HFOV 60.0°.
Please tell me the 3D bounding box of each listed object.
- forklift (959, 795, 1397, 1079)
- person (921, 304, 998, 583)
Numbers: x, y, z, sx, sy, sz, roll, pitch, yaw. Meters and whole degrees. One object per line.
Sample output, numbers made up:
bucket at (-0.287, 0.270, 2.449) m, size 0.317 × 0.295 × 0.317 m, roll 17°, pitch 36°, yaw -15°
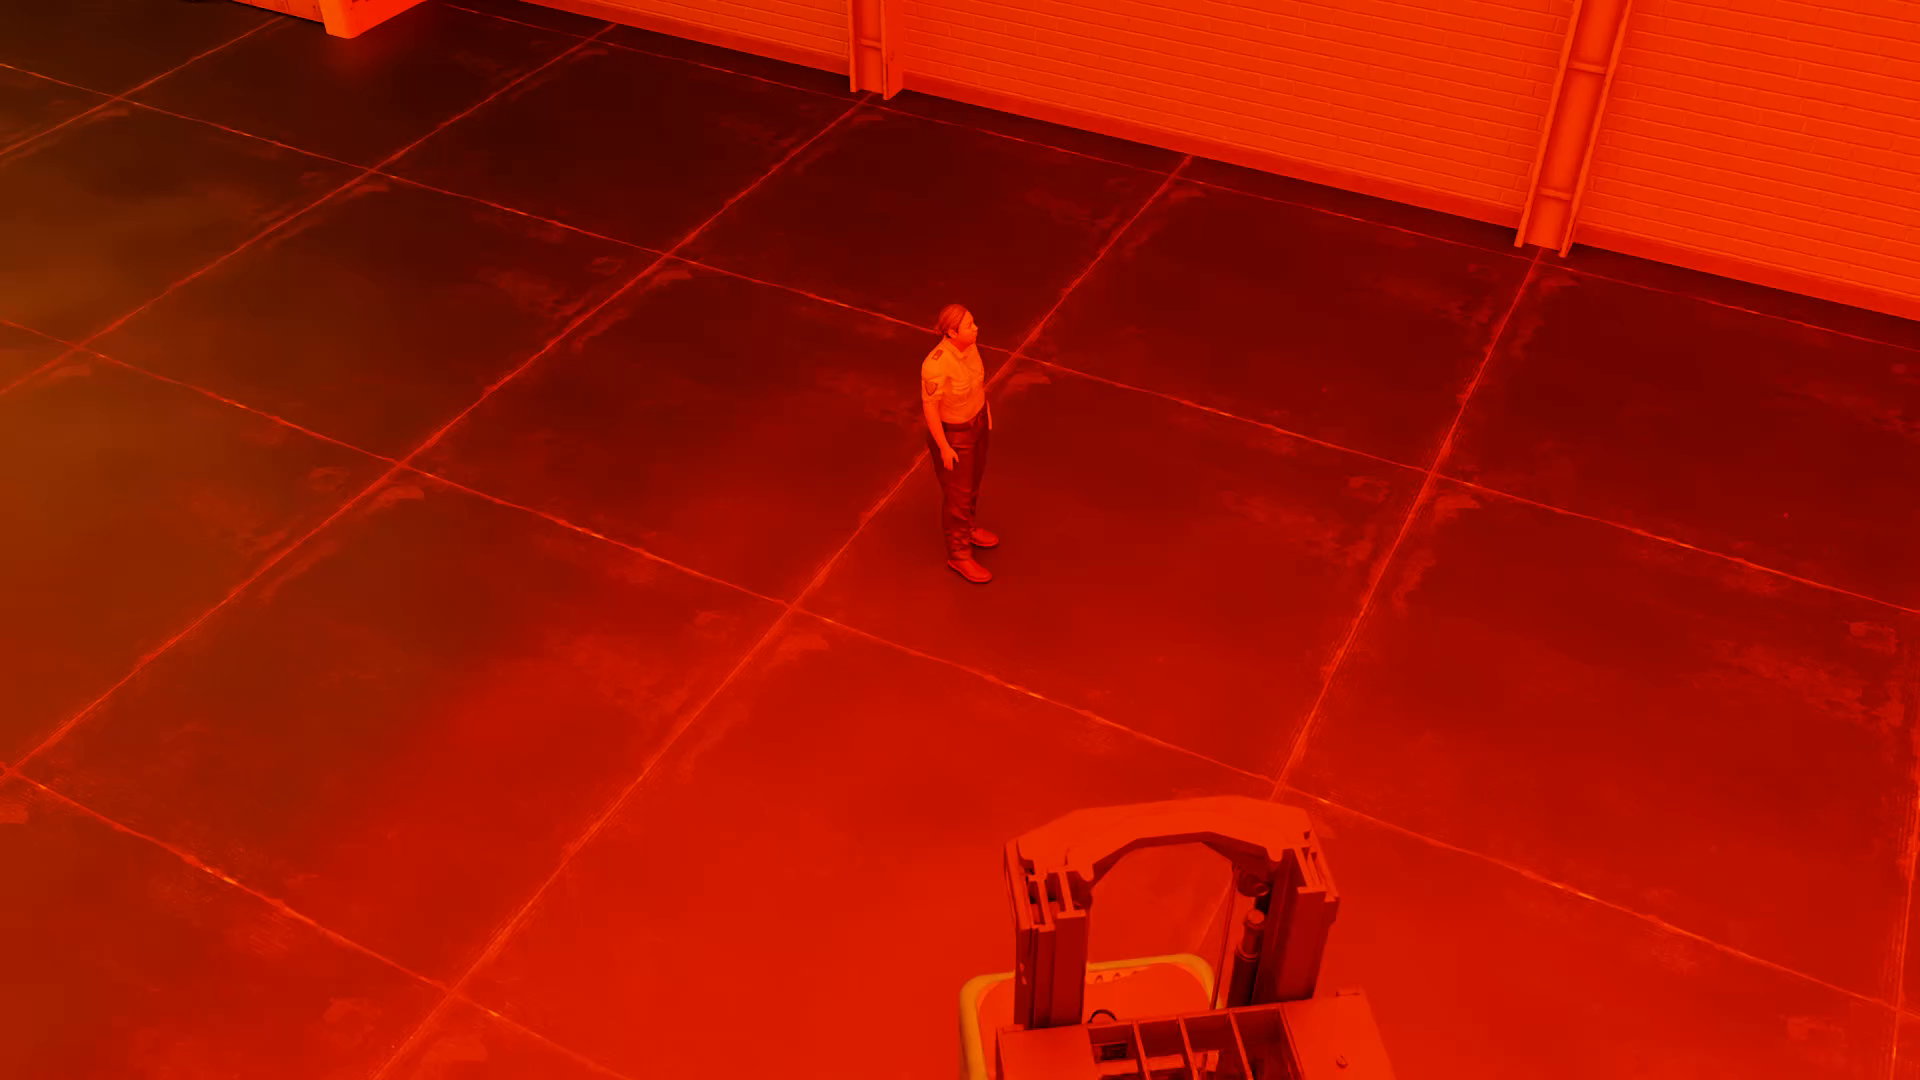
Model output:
forklift at (0.678, 2.327, 5.224) m, size 1.130 × 2.935 × 3.031 m, roll -5°, pitch 40°, yaw -6°
person at (0.069, -0.590, 9.683) m, size 0.501 × 1.638 × 0.598 m, roll 18°, pitch 43°, yaw 21°
